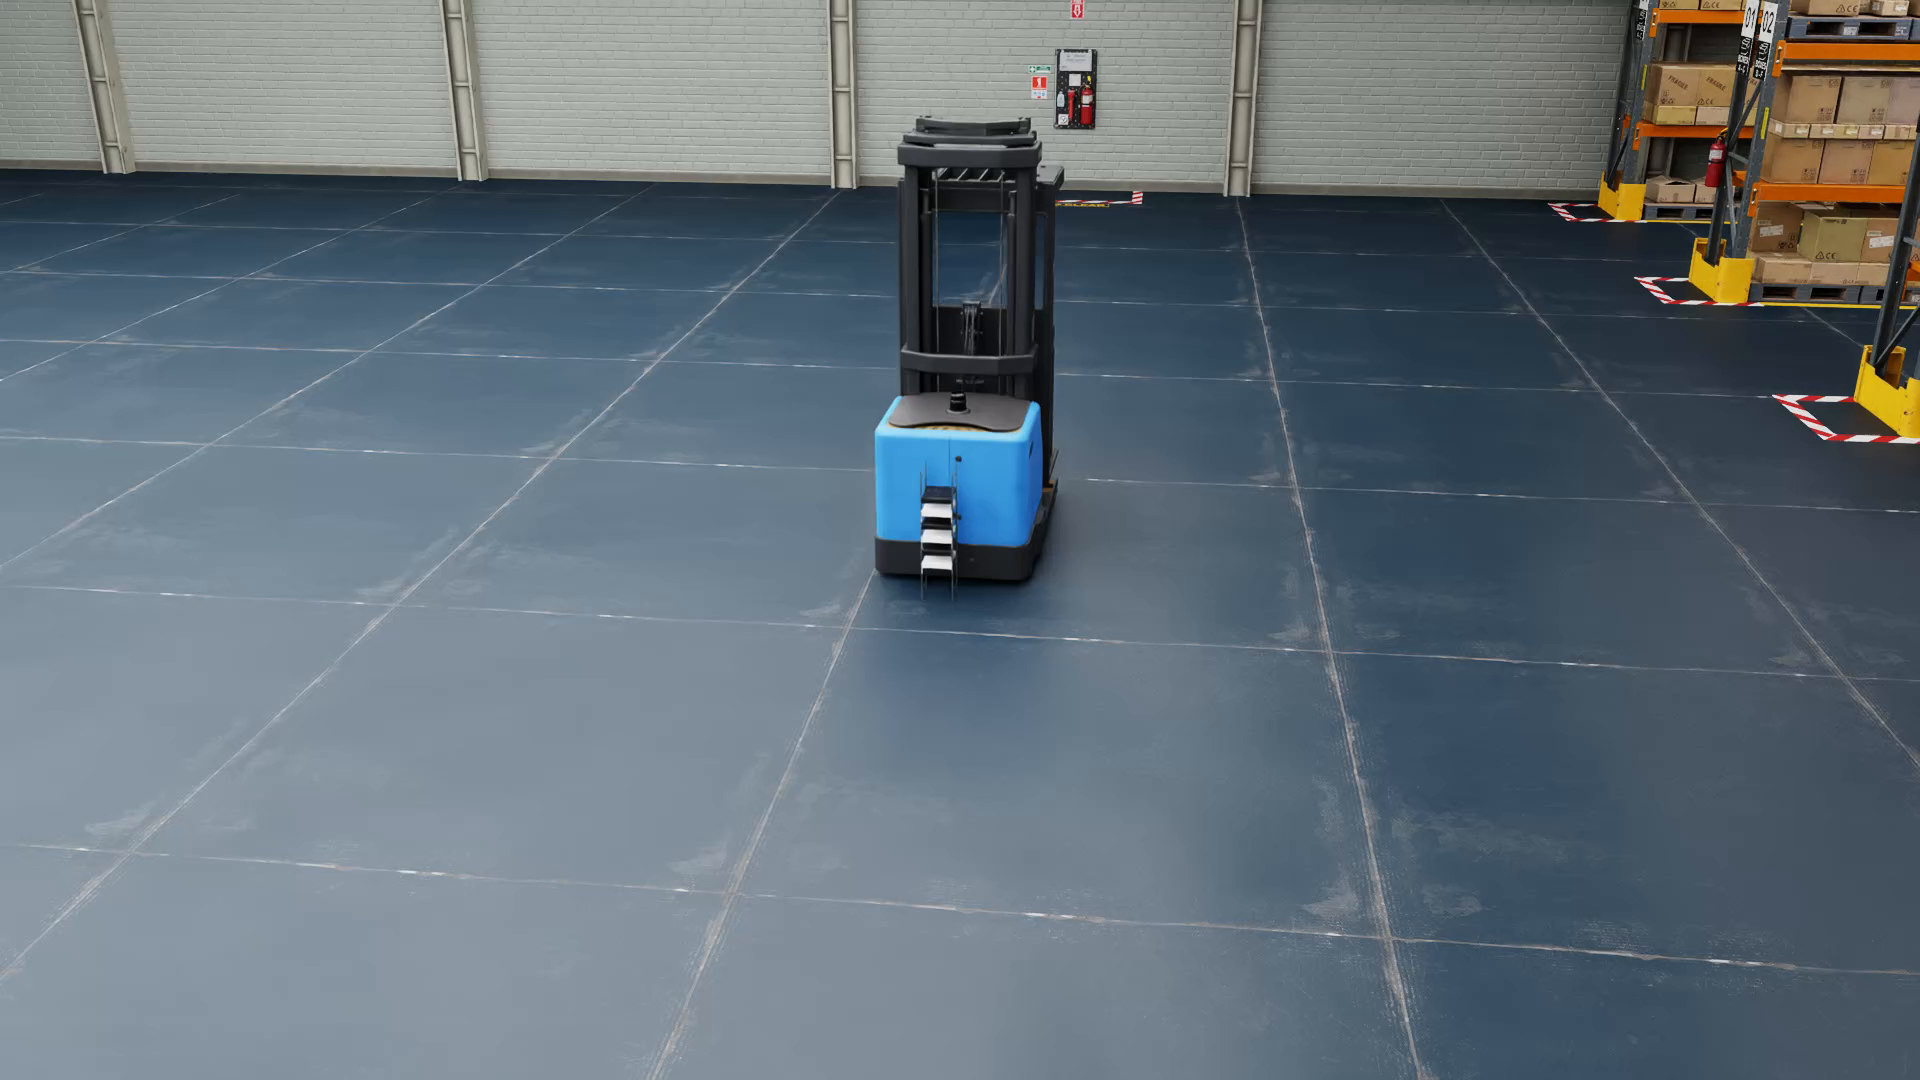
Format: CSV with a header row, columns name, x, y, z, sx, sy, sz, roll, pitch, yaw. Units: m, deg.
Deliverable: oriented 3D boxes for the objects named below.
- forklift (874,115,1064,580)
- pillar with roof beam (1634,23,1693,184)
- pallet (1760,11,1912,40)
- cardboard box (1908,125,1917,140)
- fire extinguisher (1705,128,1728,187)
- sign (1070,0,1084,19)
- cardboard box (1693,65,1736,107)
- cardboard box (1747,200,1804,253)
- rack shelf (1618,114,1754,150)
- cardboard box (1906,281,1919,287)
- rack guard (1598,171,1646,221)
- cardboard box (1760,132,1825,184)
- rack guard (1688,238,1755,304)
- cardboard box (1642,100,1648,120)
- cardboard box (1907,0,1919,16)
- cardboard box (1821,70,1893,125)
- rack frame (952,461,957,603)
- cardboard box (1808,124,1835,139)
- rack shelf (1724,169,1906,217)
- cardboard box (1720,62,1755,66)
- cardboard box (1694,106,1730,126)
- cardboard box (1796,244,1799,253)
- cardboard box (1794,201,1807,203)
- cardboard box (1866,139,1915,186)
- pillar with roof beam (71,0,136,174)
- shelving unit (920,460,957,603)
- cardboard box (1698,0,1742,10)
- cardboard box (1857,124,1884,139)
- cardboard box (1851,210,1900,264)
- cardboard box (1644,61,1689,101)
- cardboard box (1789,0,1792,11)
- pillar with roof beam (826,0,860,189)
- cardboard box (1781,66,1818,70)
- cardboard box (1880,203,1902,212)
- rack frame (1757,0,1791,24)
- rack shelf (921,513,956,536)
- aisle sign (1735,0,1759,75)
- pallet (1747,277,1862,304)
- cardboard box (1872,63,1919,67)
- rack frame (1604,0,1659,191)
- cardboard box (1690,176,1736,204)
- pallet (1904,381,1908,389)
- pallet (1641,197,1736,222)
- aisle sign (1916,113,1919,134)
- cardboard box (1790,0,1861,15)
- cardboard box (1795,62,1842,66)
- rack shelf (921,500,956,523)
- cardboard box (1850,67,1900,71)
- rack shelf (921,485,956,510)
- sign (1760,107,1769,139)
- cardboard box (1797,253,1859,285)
name,x,y,z,sx,sy,sz,roll,pitch,yaw
forklift,0.150,-1.601,12.004,1.130,2.935,3.031,3,22,8
pillar with roof beam,9.633,-7.577,18.865,0.400,9.000,9.100,2,22,6
pallet,9.462,-5.578,18.010,1.213,0.211,1.003,2,22,6
cardboard box,10.407,-4.462,18.128,0.250,0.149,0.380,2,22,6
fire extinguisher,8.700,-4.403,19.102,0.183,0.674,0.296,2,22,6
sign,1.735,-7.854,24.573,0.199,0.298,0.001,2,22,6
cardboard box,10.271,-6.206,22.714,0.500,0.500,0.500,3,22,6
cardboard box,9.331,-3.615,19.153,0.500,0.500,0.500,2,22,6
rack shelf,11.329,-5.652,23.135,4.000,0.370,1.077,2,22,6
cardboard box,10.759,-3.011,18.645,0.500,0.250,0.500,2,22,6
rack guard,9.418,-4.907,23.673,0.348,0.500,1.175,2,22,6
cardboard box,9.225,-4.286,18.565,0.500,0.500,0.700,3,22,6
rack guard,8.739,-3.103,19.109,0.348,0.500,1.175,2,22,6
cardboard box,9.829,-6.063,23.373,0.500,0.250,0.500,3,22,7
cardboard box,10.380,-5.795,17.539,0.500,0.500,0.500,2,22,6
cardboard box,9.801,-4.866,18.268,0.500,0.500,0.700,2,22,5
rack frame,-0.036,-0.051,10.846,0.006,0.900,0.240,3,22,7
cardboard box,9.390,-4.506,18.240,0.250,0.149,0.380,2,22,5
rack shelf,10.749,-3.843,18.560,4.000,0.370,1.077,2,22,6
cardboard box,10.848,-6.372,23.135,0.500,0.500,0.500,2,22,5
cardboard box,10.307,-5.858,22.855,0.500,0.250,0.500,2,22,5
cardboard box,9.828,-3.248,19.245,0.500,0.250,0.500,2,22,6
cardboard box,11.729,-4.855,23.420,0.250,0.149,0.380,1,22,2
cardboard box,10.240,-4.241,18.452,0.500,0.500,0.700,3,22,7
pillar with roof beam,-14.201,-8.615,21.492,0.400,9.000,9.100,2,22,6
shelving unit,-0.137,-0.056,10.857,0.210,0.900,0.258,3,22,7
cardboard box,10.174,-7.382,22.289,0.500,0.500,0.500,4,22,10
cardboard box,9.888,-4.483,18.182,0.250,0.149,0.380,2,22,5
cardboard box,10.264,-3.387,18.577,0.500,0.500,0.500,2,22,6
cardboard box,9.836,-6.419,23.252,0.500,0.500,0.500,2,22,6
cardboard box,11.225,-7.345,22.197,0.500,0.500,0.500,4,22,10
pillar with roof beam,-2.284,-8.096,20.178,0.400,9.000,9.100,2,22,6
cardboard box,11.297,-6.163,22.607,0.500,0.500,0.500,3,22,8
cardboard box,10.822,-3.555,19.001,0.500,0.500,0.500,2,22,6
rack frame,8.763,-7.054,17.543,0.127,3.000,1.000,2,22,6
rack shelf,-0.137,-0.109,10.837,0.200,0.077,0.258,3,22,7
aisle sign,8.732,-5.583,18.447,0.004,0.787,0.394,2,22,6
pallet,9.527,-2.950,19.114,1.213,0.211,1.003,2,22,6
cardboard box,12.872,-6.285,22.914,0.500,0.500,0.500,2,22,5
rack frame,9.342,-6.073,23.221,0.127,3.000,1.000,2,22,6
cardboard box,10.585,-4.940,23.414,0.500,0.311,0.500,4,22,11
pallet,9.064,-1.136,14.526,1.213,0.211,1.003,2,22,6
pallet,10.220,-4.725,23.604,1.213,0.211,1.003,2,22,6
aisle sign,8.140,-3.777,13.877,0.004,0.787,0.394,2,22,6
cardboard box,9.333,-5.941,17.906,0.637,0.503,0.797,4,22,10
cardboard box,11.865,-6.332,23.034,0.500,0.500,0.500,3,22,8
rack shelf,-0.137,-0.192,10.803,0.200,0.077,0.258,3,22,7
cardboard box,12.312,-6.115,22.485,0.500,0.500,0.500,2,22,6
rack shelf,-0.137,-0.276,10.770,0.200,0.077,0.258,3,22,7
sign,8.692,-4.501,17.961,0.005,0.325,0.100,2,22,6
cardboard box,9.766,-3.056,18.759,0.500,0.250,0.500,2,22,6
